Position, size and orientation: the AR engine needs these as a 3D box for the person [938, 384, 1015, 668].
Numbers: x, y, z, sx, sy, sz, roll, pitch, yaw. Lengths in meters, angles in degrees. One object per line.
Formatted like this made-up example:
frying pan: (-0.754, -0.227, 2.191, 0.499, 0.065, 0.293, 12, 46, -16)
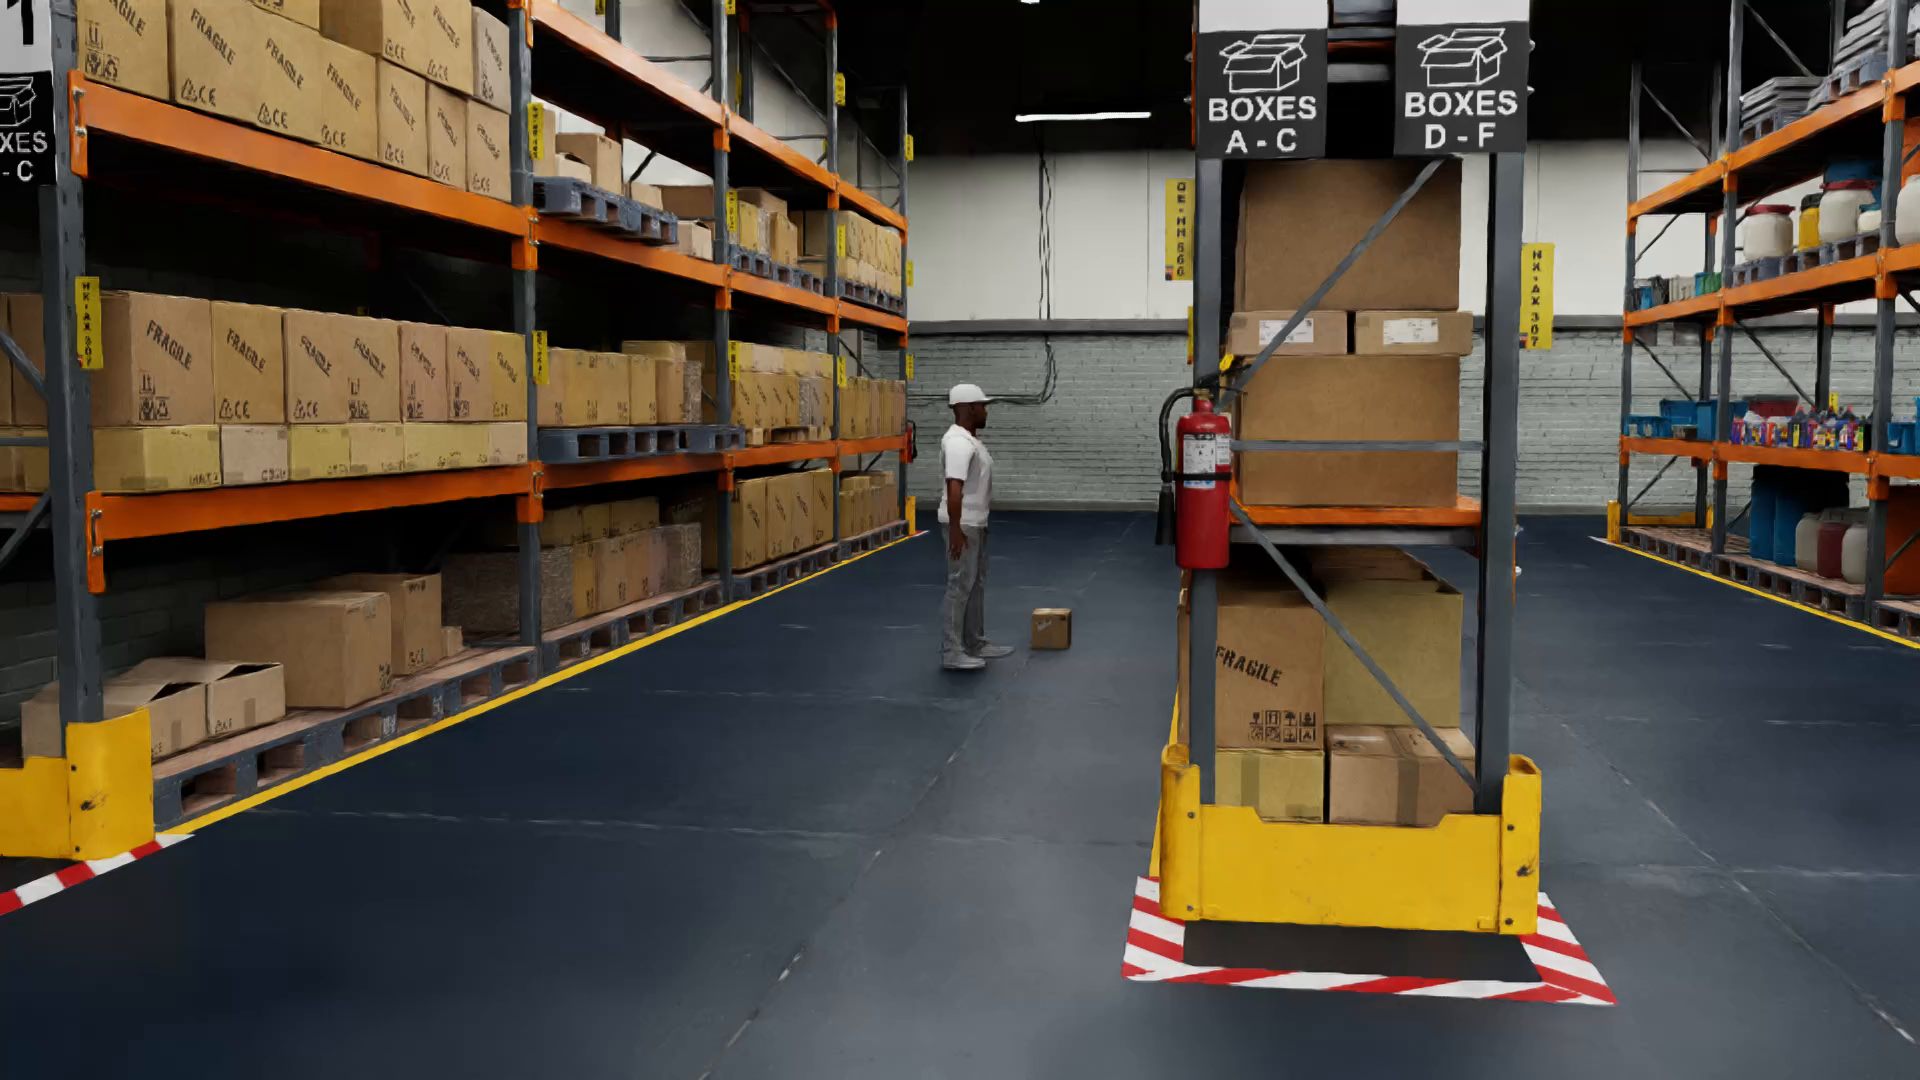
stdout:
person: (0.097, -0.091, 10.427, 0.479, 1.766, 0.682, 0, 4, 5)
